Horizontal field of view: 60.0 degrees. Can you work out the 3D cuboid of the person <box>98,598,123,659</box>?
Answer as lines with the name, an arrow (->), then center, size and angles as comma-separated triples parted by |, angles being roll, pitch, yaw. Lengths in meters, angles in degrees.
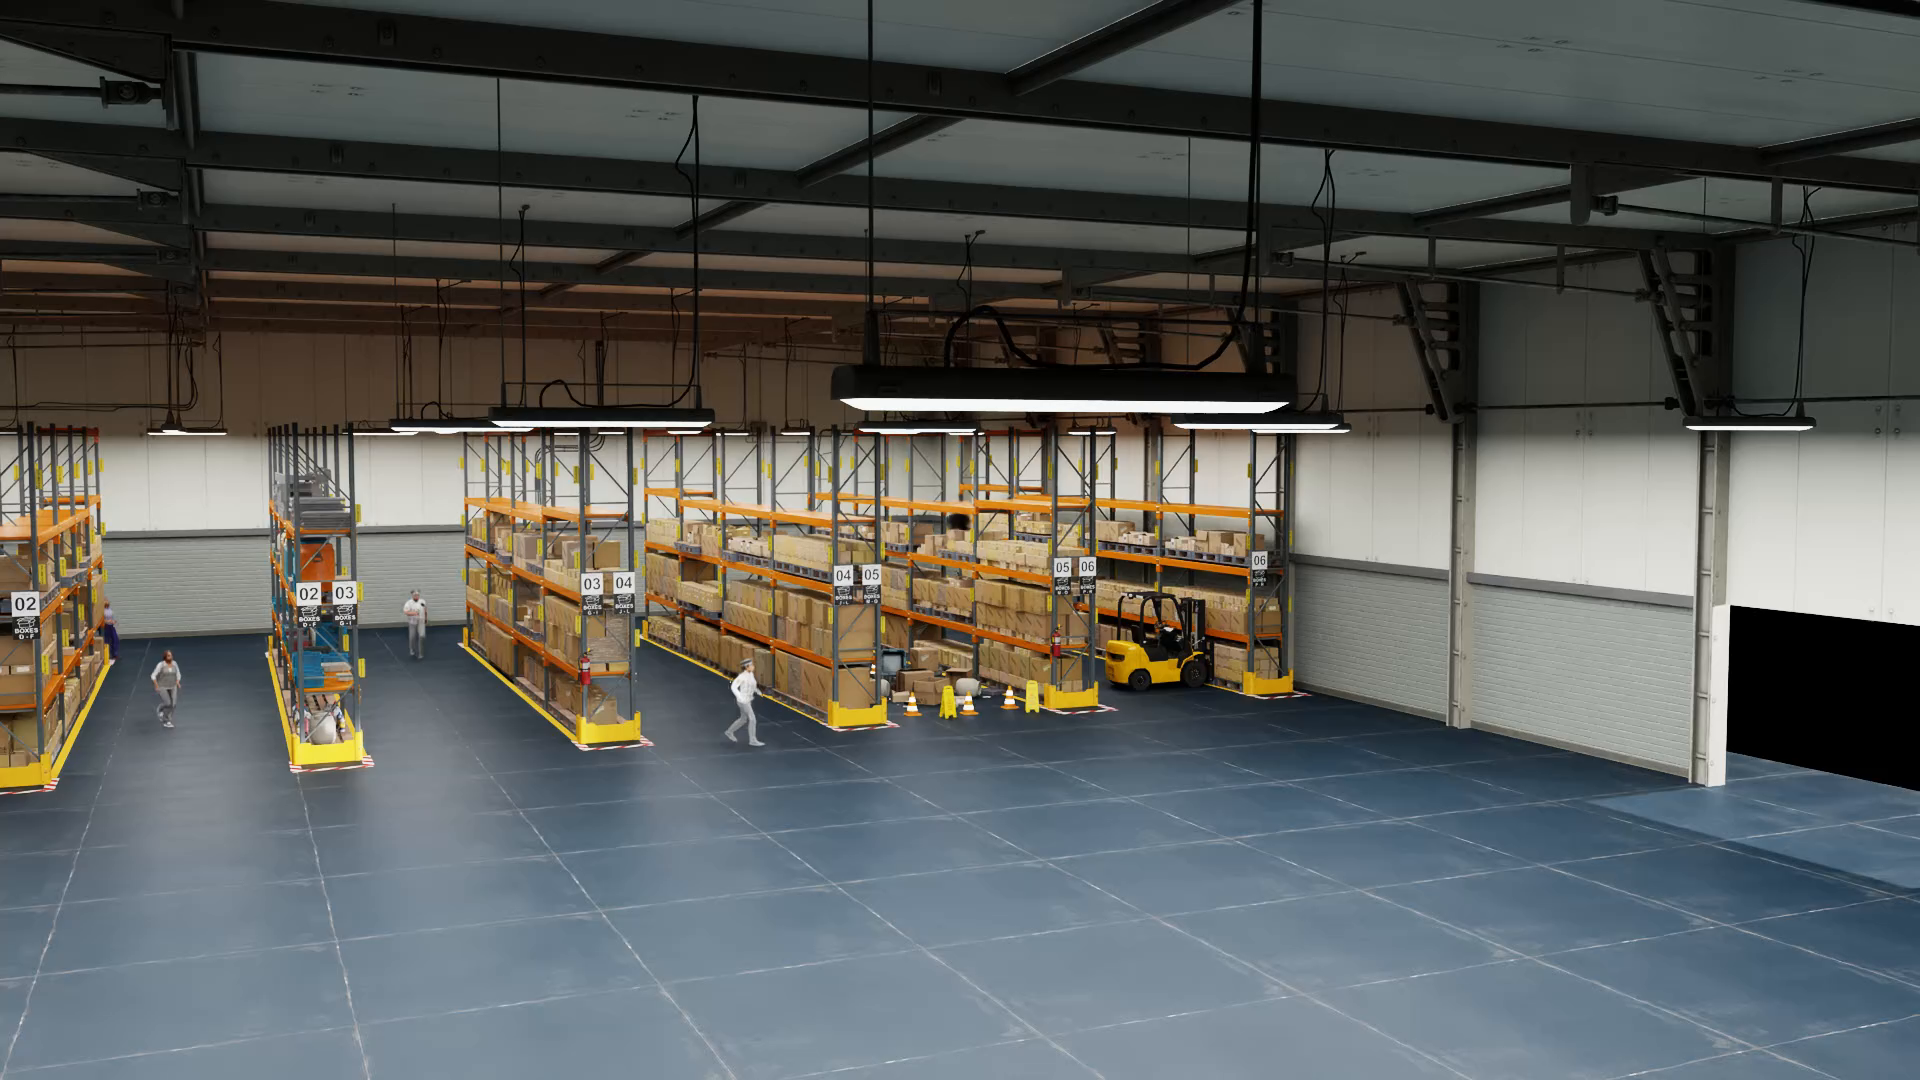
person -> -22.139, 2.302, 43.033 | 0.798, 1.624, 0.634 | 0, 3, 3

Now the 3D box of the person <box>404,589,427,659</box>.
person -> -14.174, 2.198, 43.338 | 0.617, 1.845, 0.875 | -2, 4, -27

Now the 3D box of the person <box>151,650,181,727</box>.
person -> -15.691, 2.943, 32.917 | 0.576, 1.546, 0.529 | 3, 5, 45

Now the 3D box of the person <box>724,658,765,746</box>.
person -> -4.060, 3.000, 30.848 | 0.807, 1.657, 0.636 | 1, 4, 20
